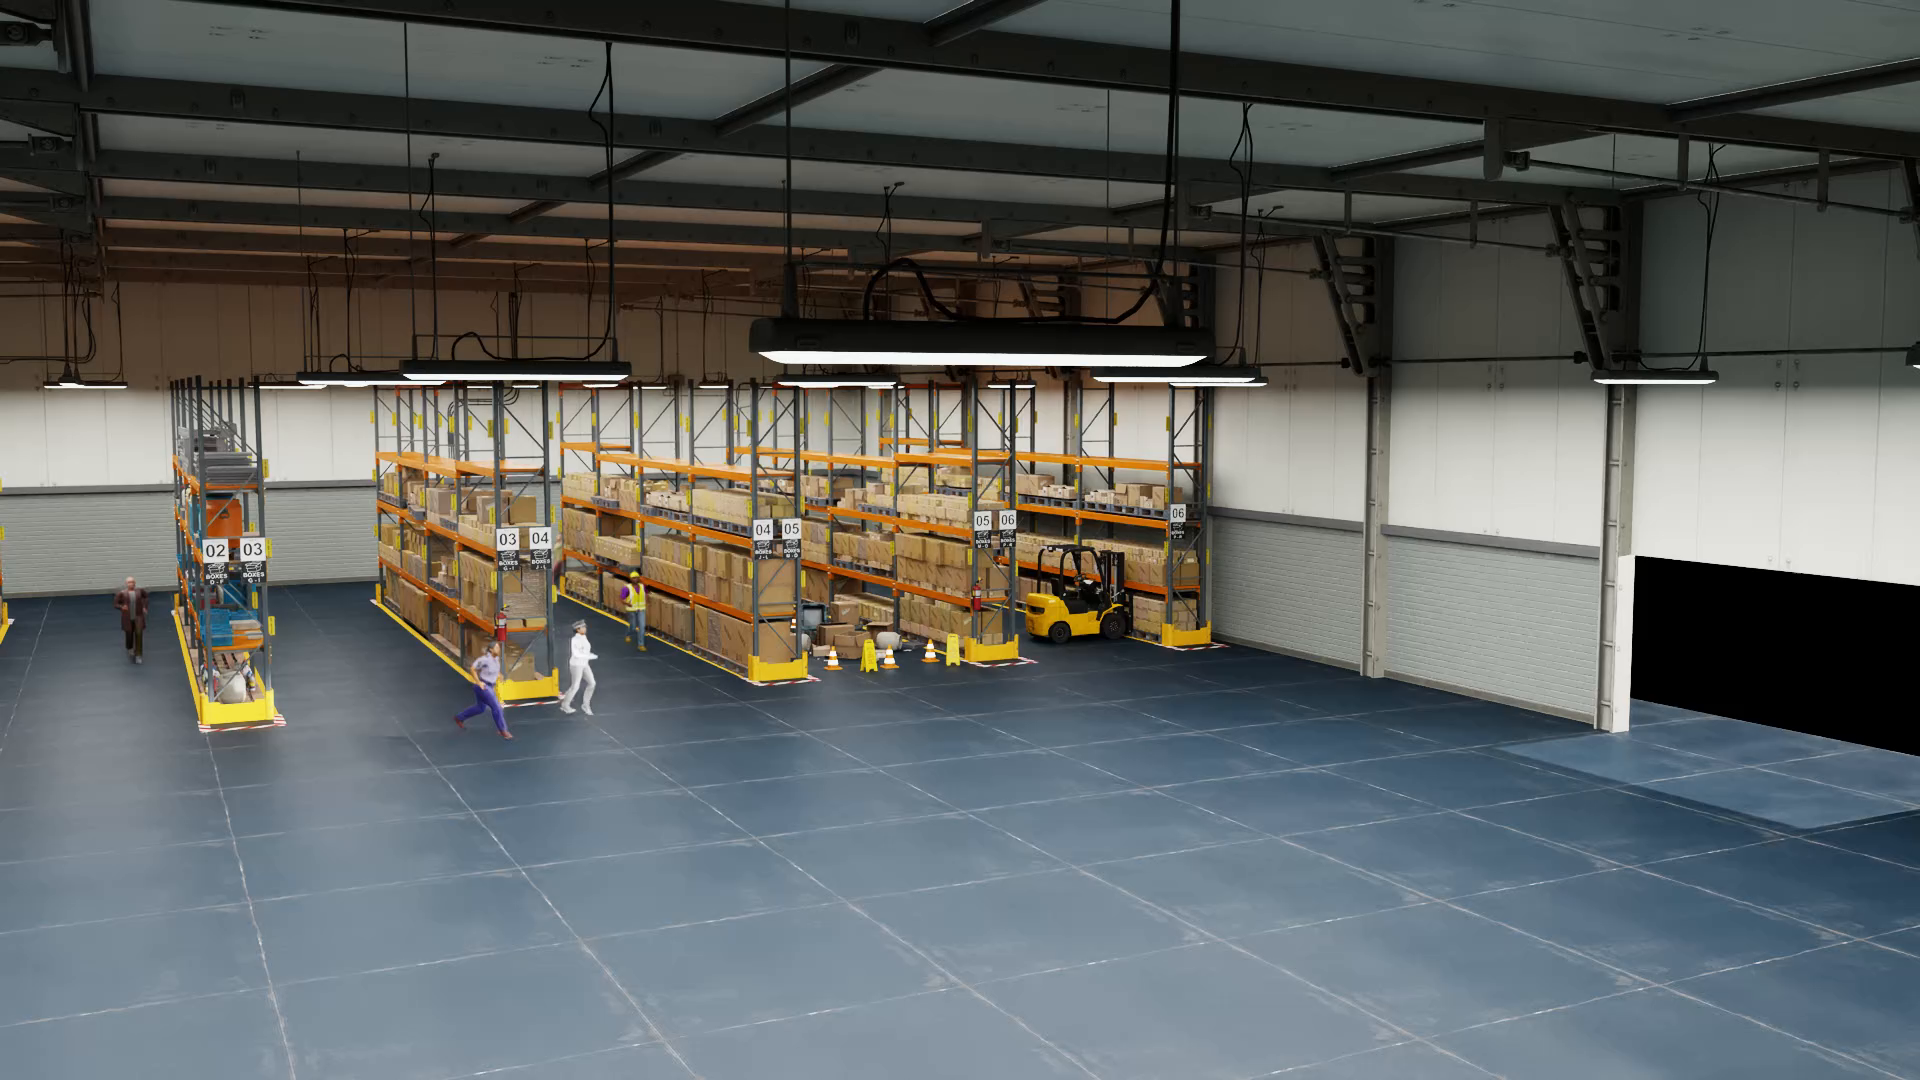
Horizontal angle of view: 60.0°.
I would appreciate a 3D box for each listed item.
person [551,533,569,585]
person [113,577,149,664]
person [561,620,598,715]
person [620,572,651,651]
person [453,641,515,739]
[{"bbox_3d":[-11.663,0.594,48.241,0.957,1.629,0.622,-3,6,-30],"label":"person"},{"bbox_3d":[-17.589,1.684,35.334,0.707,1.798,1.049,-3,6,-32],"label":"person"},{"bbox_3d":[-6.737,2.280,29.502,0.719,1.753,0.628,1,5,13],"label":"person"},{"bbox_3d":[-7.189,1.569,36.947,0.713,1.741,0.966,-3,6,-30],"label":"person"},{"bbox_3d":[-7.900,2.484,27.511,1.062,1.649,0.609,0,5,3],"label":"person"}]
